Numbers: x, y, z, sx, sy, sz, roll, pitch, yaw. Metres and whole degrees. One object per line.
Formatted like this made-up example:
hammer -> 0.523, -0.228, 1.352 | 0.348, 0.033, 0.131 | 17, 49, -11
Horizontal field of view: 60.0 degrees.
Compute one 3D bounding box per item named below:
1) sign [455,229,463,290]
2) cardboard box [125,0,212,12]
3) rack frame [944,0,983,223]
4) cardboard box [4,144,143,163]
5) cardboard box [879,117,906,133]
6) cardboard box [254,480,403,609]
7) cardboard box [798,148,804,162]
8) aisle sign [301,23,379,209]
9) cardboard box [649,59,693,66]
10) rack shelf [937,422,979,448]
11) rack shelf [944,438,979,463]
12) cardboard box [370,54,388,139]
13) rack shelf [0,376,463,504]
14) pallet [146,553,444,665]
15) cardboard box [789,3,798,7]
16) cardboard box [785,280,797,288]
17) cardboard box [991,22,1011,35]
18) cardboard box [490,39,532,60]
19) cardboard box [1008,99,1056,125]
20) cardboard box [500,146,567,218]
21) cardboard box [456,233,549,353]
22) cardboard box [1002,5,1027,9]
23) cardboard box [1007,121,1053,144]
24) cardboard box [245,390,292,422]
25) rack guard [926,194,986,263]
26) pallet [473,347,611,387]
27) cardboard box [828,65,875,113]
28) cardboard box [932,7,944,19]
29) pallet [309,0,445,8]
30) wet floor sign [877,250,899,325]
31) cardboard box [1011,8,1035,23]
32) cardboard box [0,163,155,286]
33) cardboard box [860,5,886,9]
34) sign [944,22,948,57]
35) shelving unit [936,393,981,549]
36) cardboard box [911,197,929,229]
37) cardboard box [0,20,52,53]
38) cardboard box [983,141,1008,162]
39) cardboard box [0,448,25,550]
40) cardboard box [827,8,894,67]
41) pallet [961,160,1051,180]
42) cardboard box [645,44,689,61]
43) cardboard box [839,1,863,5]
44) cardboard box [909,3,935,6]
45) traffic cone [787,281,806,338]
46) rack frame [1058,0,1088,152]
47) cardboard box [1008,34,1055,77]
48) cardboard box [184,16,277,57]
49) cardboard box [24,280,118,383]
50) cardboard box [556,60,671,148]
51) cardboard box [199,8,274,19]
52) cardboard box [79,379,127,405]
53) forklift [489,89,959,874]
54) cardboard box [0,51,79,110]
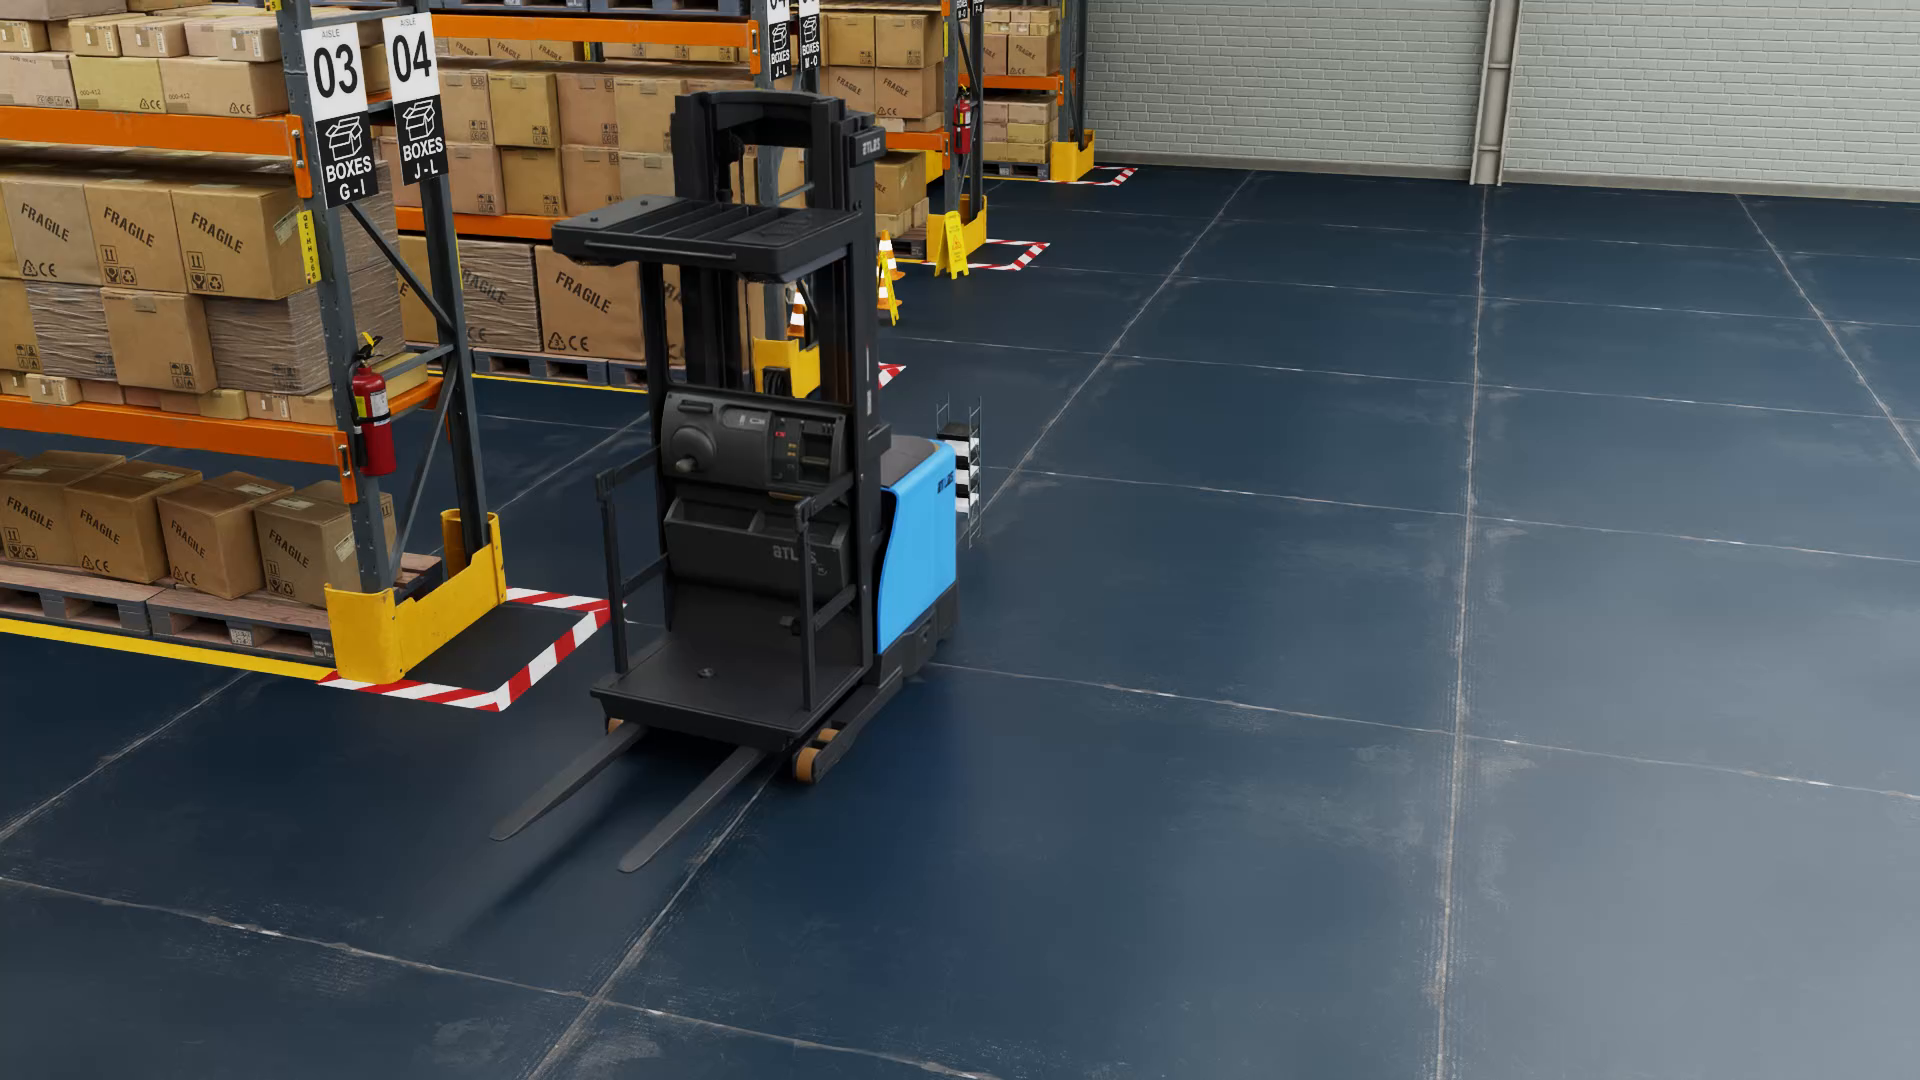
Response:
sign -> -2.663, -1.465, 8.748 | 0.005, 0.325, 0.100 | 7, 23, 16
cardboard box -> -4.163, -2.931, 8.328 | 0.500, 0.500, 0.500 | 6, 23, 15
rack frame -> 0.043, -4.468, 17.209 | 0.127, 3.000, 1.000 | 7, 23, 16
cardboard box -> -4.704, -1.837, 8.955 | 0.500, 0.500, 0.500 | 7, 23, 16
cardboard box -> -0.652, -4.302, 17.137 | 0.250, 0.149, 0.380 | 6, 23, 15
cardboard box -> -3.413, 0.021, 9.008 | 0.500, 0.500, 0.500 | 11, 25, 25
cardboard box -> -1.662, -4.104, 17.549 | 0.250, 0.149, 0.380 | 8, 23, 18
aisle sign -> -2.847, -1.954, 7.656 | 0.004, 0.787, 0.394 | 7, 23, 16
cardboard box -> -2.959, -4.894, 17.725 | 0.500, 0.500, 0.500 | 6, 23, 15
rack shelf -> -0.008, -0.636, 10.012 | 0.200, 0.077, 0.258 | 7, 23, 16
rack shelf -> -0.008, -0.553, 10.046 | 0.200, 0.077, 0.258 | 7, 23, 16
cardboard box -> -4.777, -3.613, 13.504 | 0.550, 0.550, 0.875 | 7, 23, 16
rack shelf -> -4.735, -0.753, 9.102 | 4.000, 0.370, 1.077 | 7, 23, 16
pallet -> -3.660, 0.313, 9.229 | 1.213, 0.211, 1.003 | 7, 23, 16
cardboard box -> -2.137, -7.051, 22.129 | 0.250, 0.149, 0.380 | 7, 23, 17
cardboard box -> -1.795, -2.558, 16.311 | 0.380, 0.149, 0.250 | -20, 29, -39
cardboard box -> 0.576, -6.622, 21.475 | 0.250, 0.149, 0.380 | 7, 23, 17
cardboard box -> -4.770, -5.305, 18.175 | 0.500, 0.500, 0.500 | 7, 23, 16
cardboard box -> 0.942, -5.593, 21.706 | 0.500, 0.250, 0.500 | 7, 23, 17
cardboard box -> -3.211, -2.954, 13.322 | 0.500, 0.550, 0.875 | 7, 23, 16
cardboard box -> -3.674, -2.116, 13.723 | 0.875, 0.875, 0.875 | 7, 23, 16
cardboard box -> 0.715, -6.935, 21.845 | 0.250, 0.149, 0.380 | 7, 23, 17
cardboard box -> 0.917, -5.365, 21.807 | 0.500, 0.250, 0.500 | 6, 23, 15
cardboard box -> -3.392, -0.735, 8.440 | 0.250, 0.149, 0.380 | 7, 23, 16
rack guard -> -0.030, -3.319, 17.704 | 0.348, 0.500, 1.175 | 7, 23, 16
pallet -> -3.243, -1.562, 13.799 | 1.213, 0.211, 1.003 | 7, 23, 15
cardboard box -> -1.035, -4.668, 17.173 | 0.500, 0.500, 0.500 | 7, 23, 16
cardboard box -> -0.182, -6.822, 21.570 | 0.250, 0.149, 0.380 | 7, 23, 17
pallet -> -4.340, -4.350, 13.086 | 1.213, 0.211, 1.003 | 7, 23, 16
wet floor sign -> -0.691, -2.285, 14.990 | 0.232, 0.644, 0.267 | 3, 22, 6
cardboard box -> 0.824, -6.734, 21.356 | 0.250, 0.149, 0.380 | 7, 23, 16
cardboard box -> -4.376, -1.593, 8.359 | 0.500, 0.500, 0.500 | 7, 23, 16
cardboard box -> -1.141, -6.947, 21.874 | 0.250, 0.149, 0.380 | 6, 23, 15
sign -> -0.137, -4.950, 16.443 | 0.005, 0.325, 0.100 | 7, 23, 16
shelving unit -> -0.008, -0.417, 10.101 | 0.210, 0.900, 0.258 | 7, 23, 16
cardboard box -> -0.650, -3.579, 18.112 | 0.500, 0.250, 0.500 | 6, 23, 15
cardboard box -> -4.419, -2.432, 7.967 | 0.250, 0.149, 0.380 | 5, 23, 13
cardboard box -> 0.458, -5.188, 22.036 | 0.500, 0.250, 0.500 | 7, 23, 15
cardboard box -> -5.728, -0.225, 9.606 | 0.500, 0.500, 0.500 | 15, 27, 32
cardboard box -> -0.992, -5.149, 17.029 | 0.500, 0.500, 0.700 | 7, 23, 16
pallet -> 0.729, -5.050, 22.303 | 1.213, 0.211, 1.003 | 7, 23, 16
cardboard box -> -2.946, -5.362, 17.547 | 0.500, 0.500, 0.700 | 7, 23, 16
cardboard box -> -1.478, -7.202, 22.497 | 0.250, 0.149, 0.380 | 6, 23, 15
cardboard box -> -0.514, -7.078, 22.193 | 0.250, 0.149, 0.380 | 7, 23, 17
traffic cone -> -1.389, -2.059, 14.679 | 0.334, 0.463, 0.336 | 7, 23, 16
rack frame -> 1.473, -6.272, 21.607 | 0.127, 3.000, 1.000 | 7, 23, 16
cardboard box -> 0.926, -6.276, 21.487 | 0.500, 0.500, 0.500 | 6, 23, 14
cardboard box -> -3.391, -2.358, 7.786 | 0.250, 0.149, 0.380 | 6, 23, 14
cardboard box -> -4.318, -1.203, 8.726 | 0.500, 0.500, 0.875 | 7, 23, 16
cardboard box -> -2.685, -3.419, 13.033 | 0.550, 0.550, 0.875 | 7, 23, 16
cardboard box -> -3.514, -2.531, 8.207 | 0.250, 0.149, 0.380 | 6, 23, 15
cardboard box -> -4.354, -0.838, 8.692 | 0.250, 0.149, 0.380 | 7, 23, 16
forklift -> -1.032, -0.427, 7.450 | 1.130, 2.935, 3.031 | 9, 24, 20
cardboard box -> -4.322, -2.259, 8.070 | 0.500, 0.250, 0.500 | 7, 23, 17
